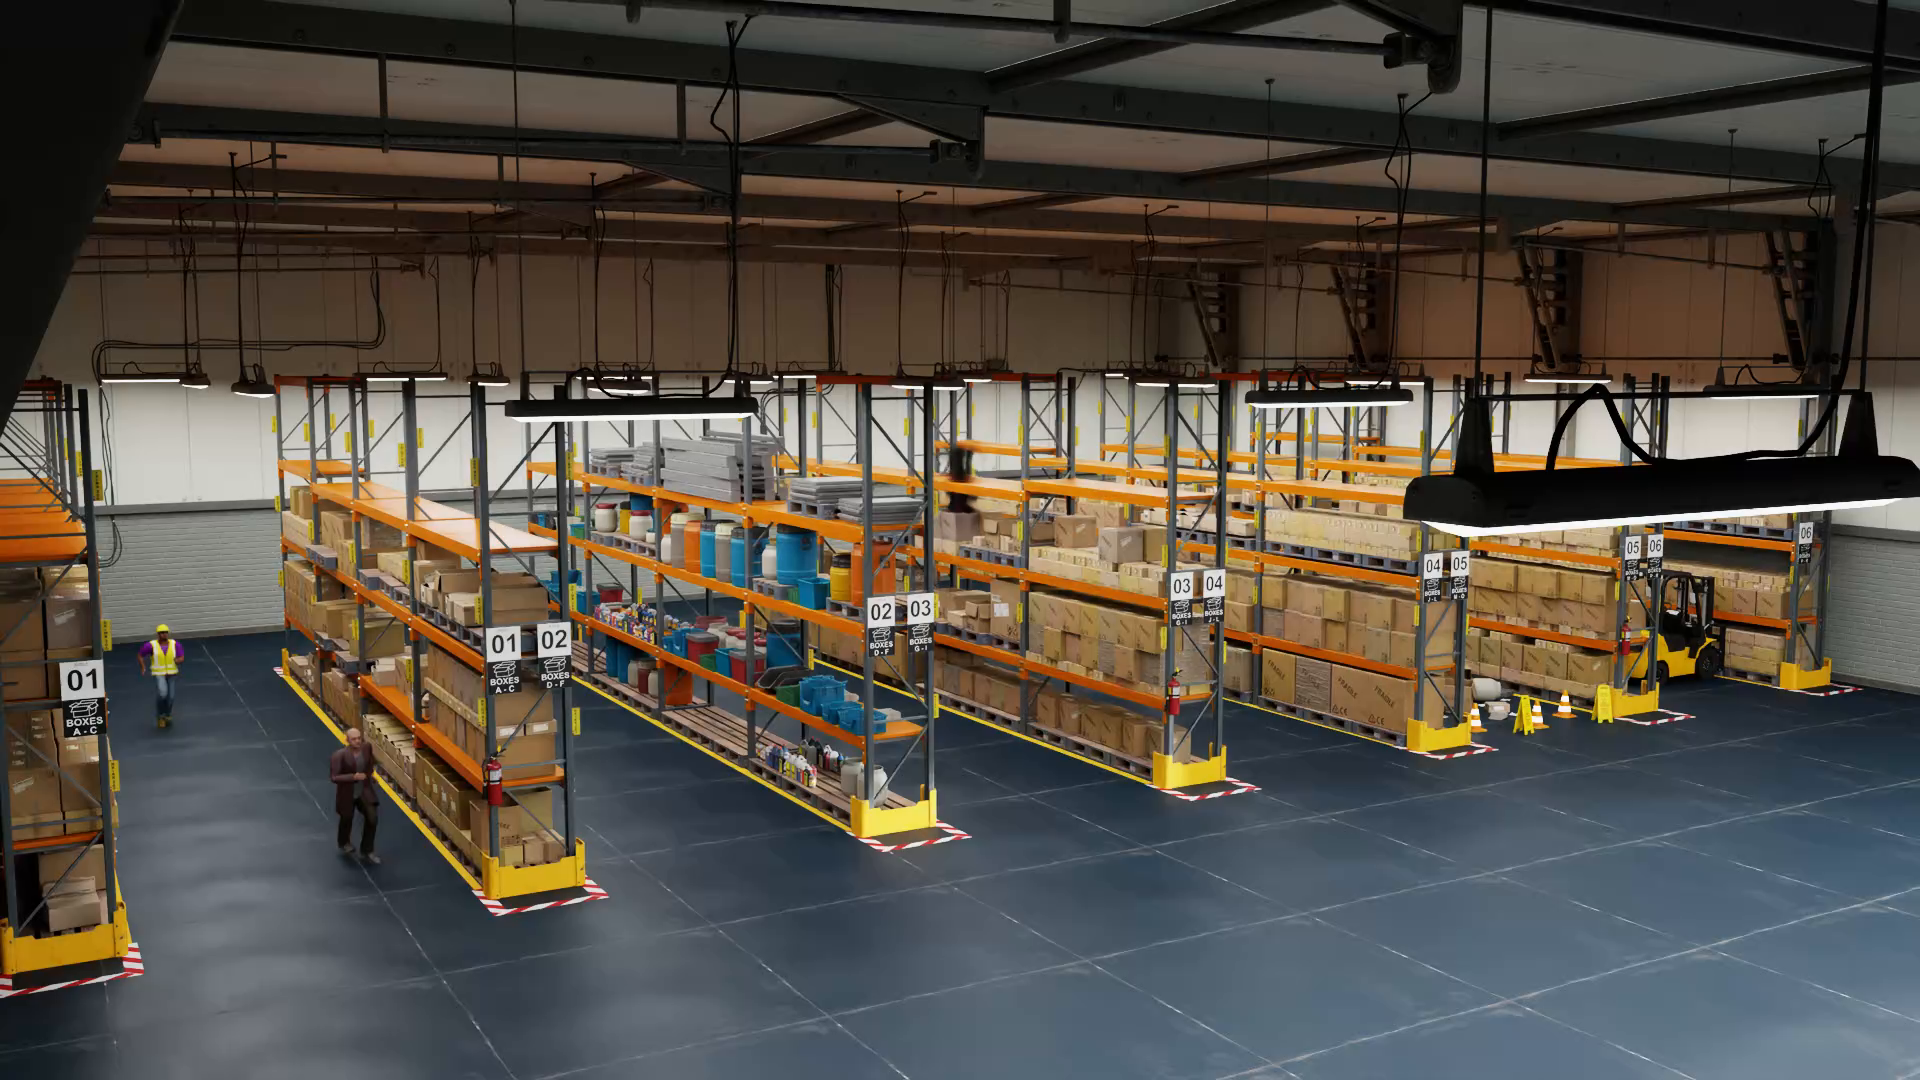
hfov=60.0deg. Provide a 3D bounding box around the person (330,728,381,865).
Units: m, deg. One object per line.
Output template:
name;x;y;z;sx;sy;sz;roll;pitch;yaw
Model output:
person;-7.596;3.180;20.820;0.626;1.734;1.052;-4;8;-35

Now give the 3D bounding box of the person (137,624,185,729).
person;-13.650;2.339;28.525;0.693;1.790;0.721;-5;8;-40
